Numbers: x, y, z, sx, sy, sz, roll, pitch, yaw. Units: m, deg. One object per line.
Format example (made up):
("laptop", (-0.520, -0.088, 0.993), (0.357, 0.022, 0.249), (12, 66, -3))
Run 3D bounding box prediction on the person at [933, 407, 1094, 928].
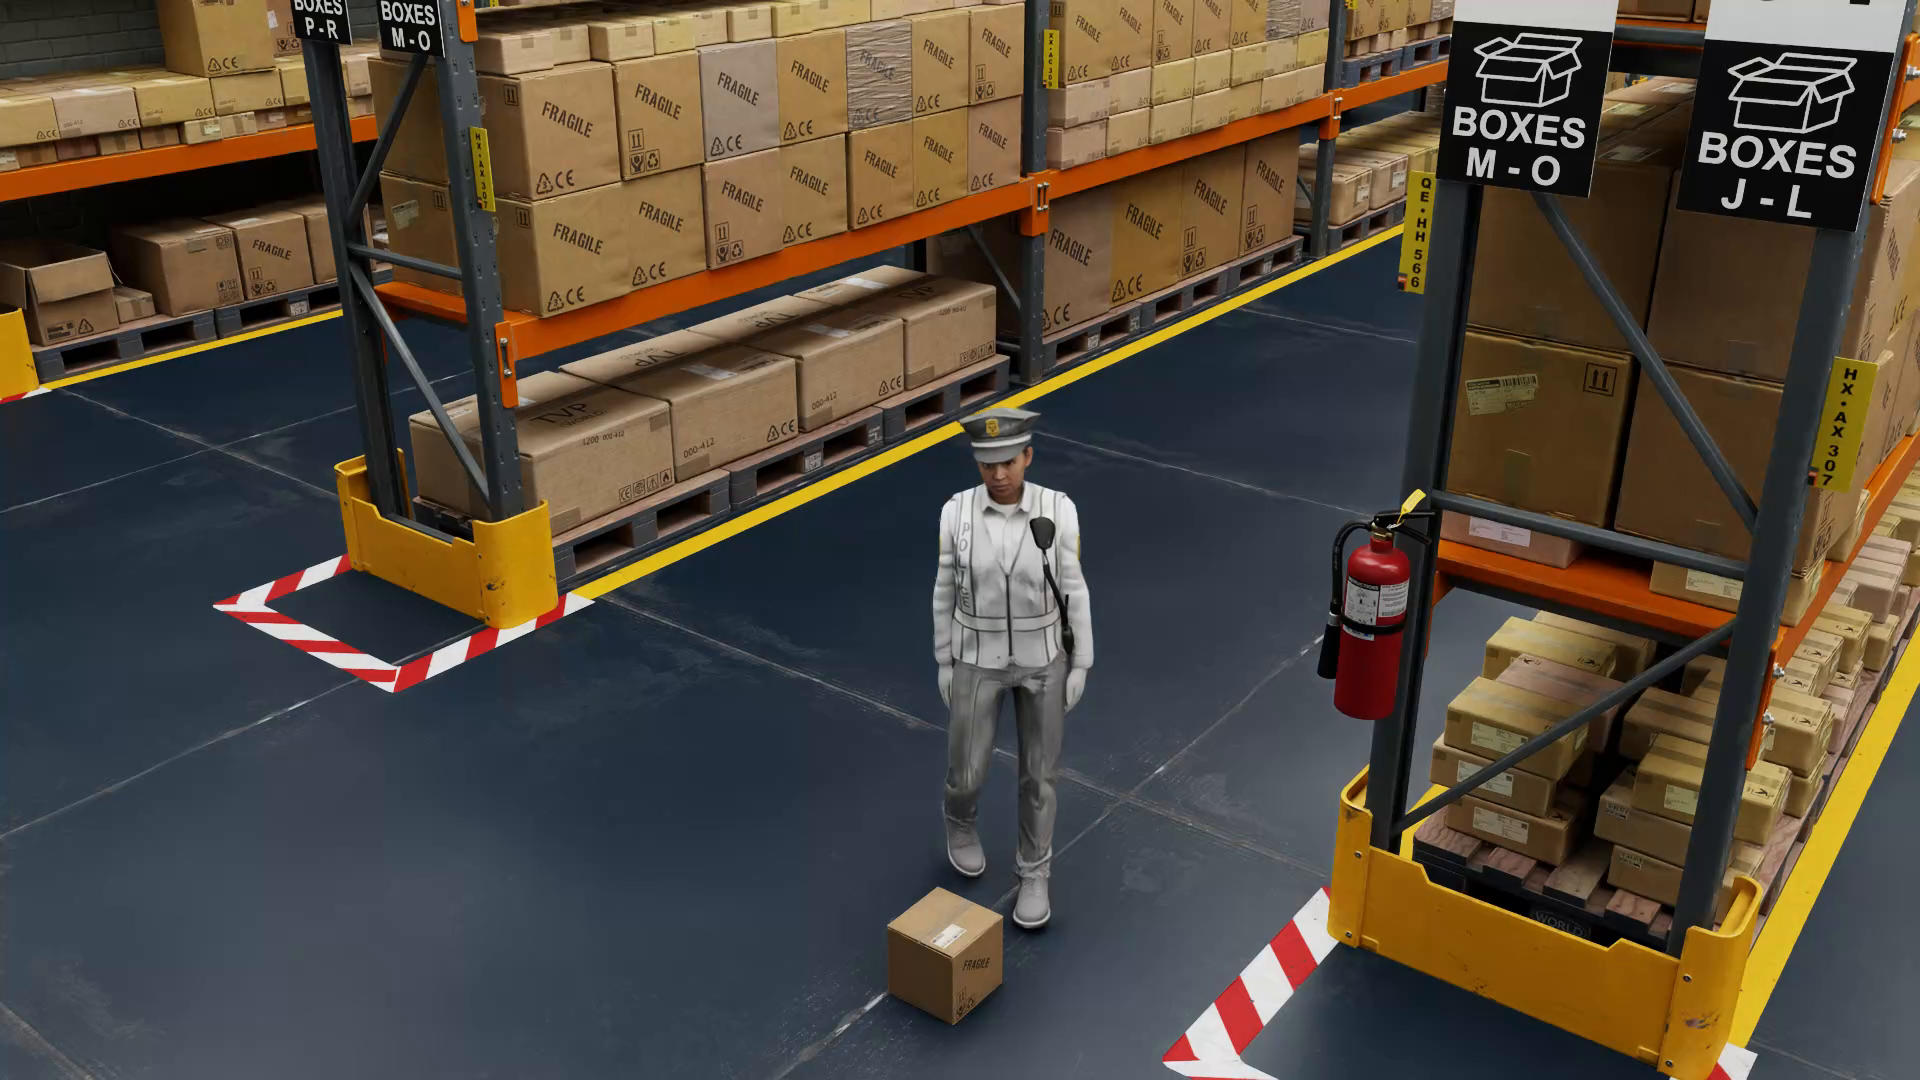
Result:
("person", (0.167, 0.380, 5.181), (0.497, 1.670, 0.521), (0, 24, -1))
